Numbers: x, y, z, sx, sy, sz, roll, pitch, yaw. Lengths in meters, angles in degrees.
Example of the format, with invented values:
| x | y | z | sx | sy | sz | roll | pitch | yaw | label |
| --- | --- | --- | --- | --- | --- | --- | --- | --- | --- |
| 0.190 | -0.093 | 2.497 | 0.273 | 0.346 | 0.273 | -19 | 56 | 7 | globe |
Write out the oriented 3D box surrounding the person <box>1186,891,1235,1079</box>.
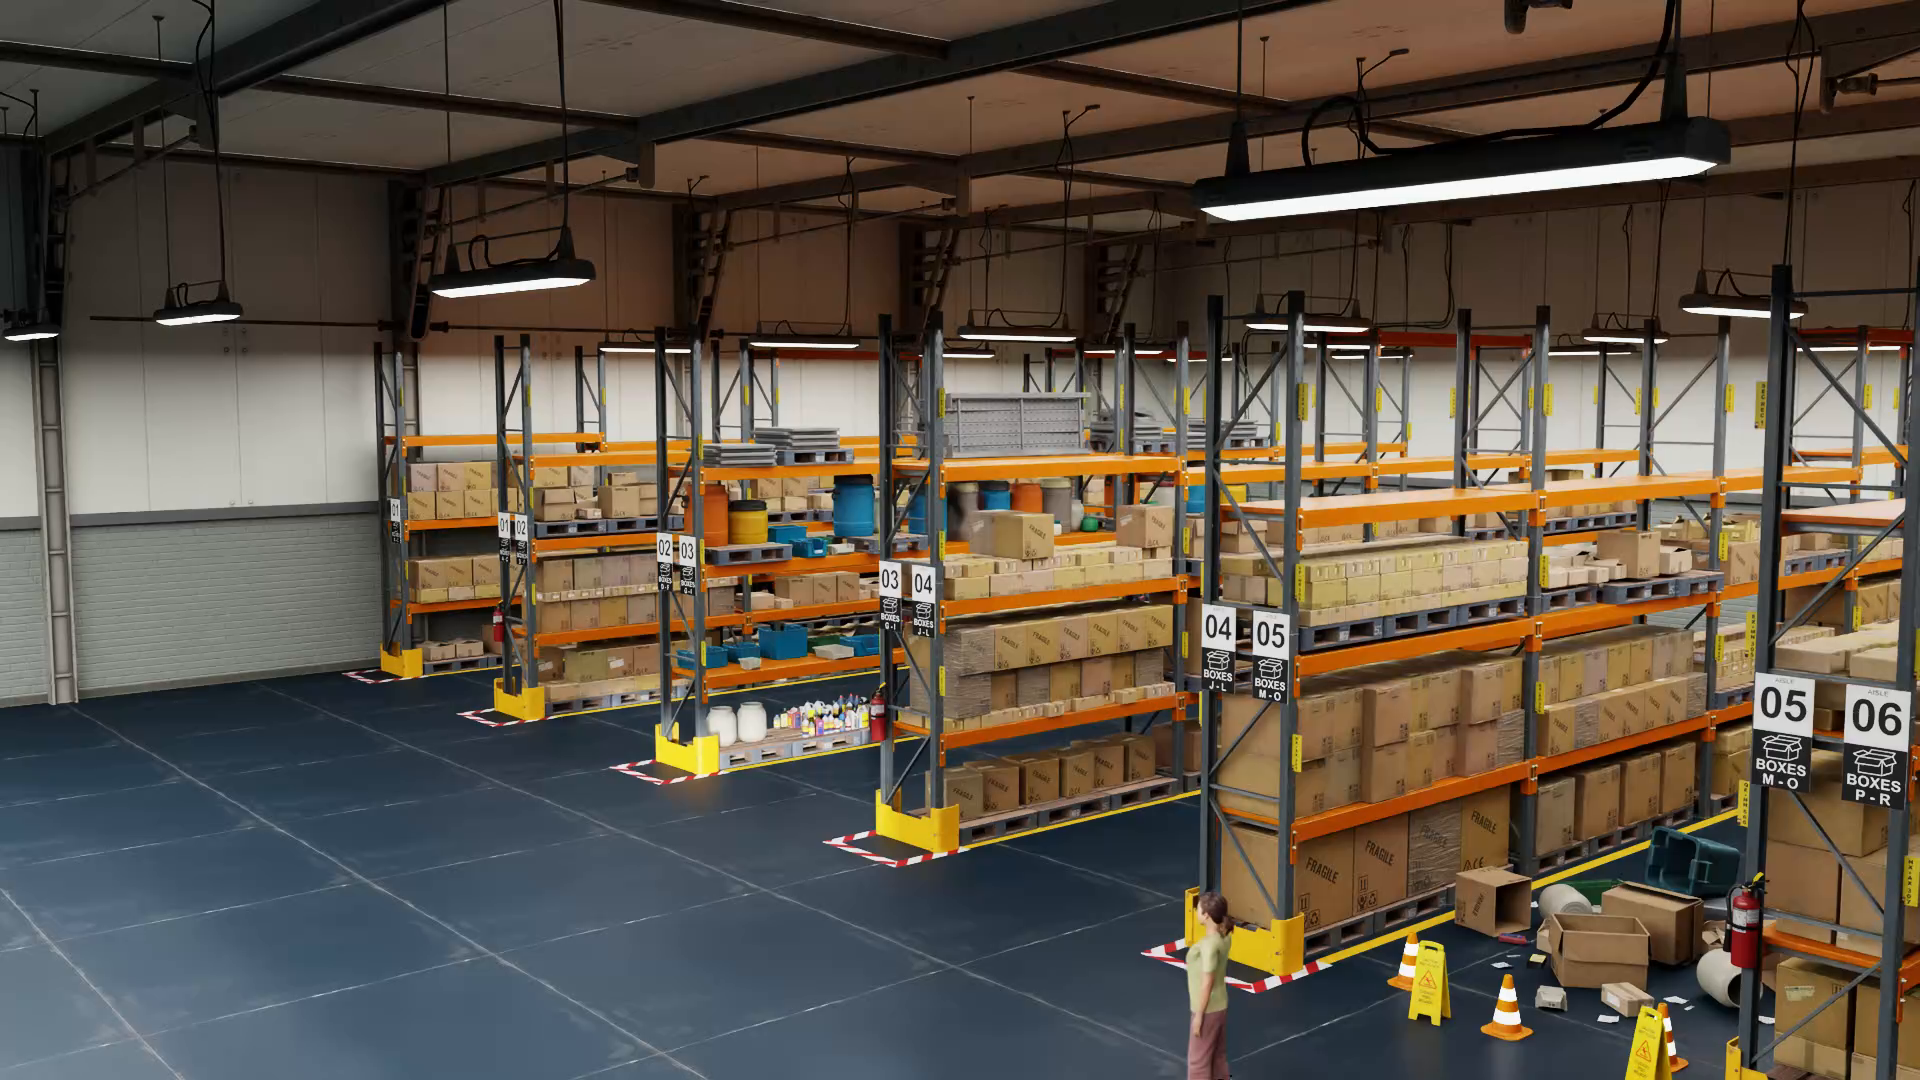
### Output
| x | y | z | sx | sy | sz | roll | pitch | yaw | label |
| --- | --- | --- | --- | --- | --- | --- | --- | --- | --- |
| 1.674 | 3.291 | 11.568 | 0.458 | 1.708 | 0.464 | 1 | 5 | 11 | person |
